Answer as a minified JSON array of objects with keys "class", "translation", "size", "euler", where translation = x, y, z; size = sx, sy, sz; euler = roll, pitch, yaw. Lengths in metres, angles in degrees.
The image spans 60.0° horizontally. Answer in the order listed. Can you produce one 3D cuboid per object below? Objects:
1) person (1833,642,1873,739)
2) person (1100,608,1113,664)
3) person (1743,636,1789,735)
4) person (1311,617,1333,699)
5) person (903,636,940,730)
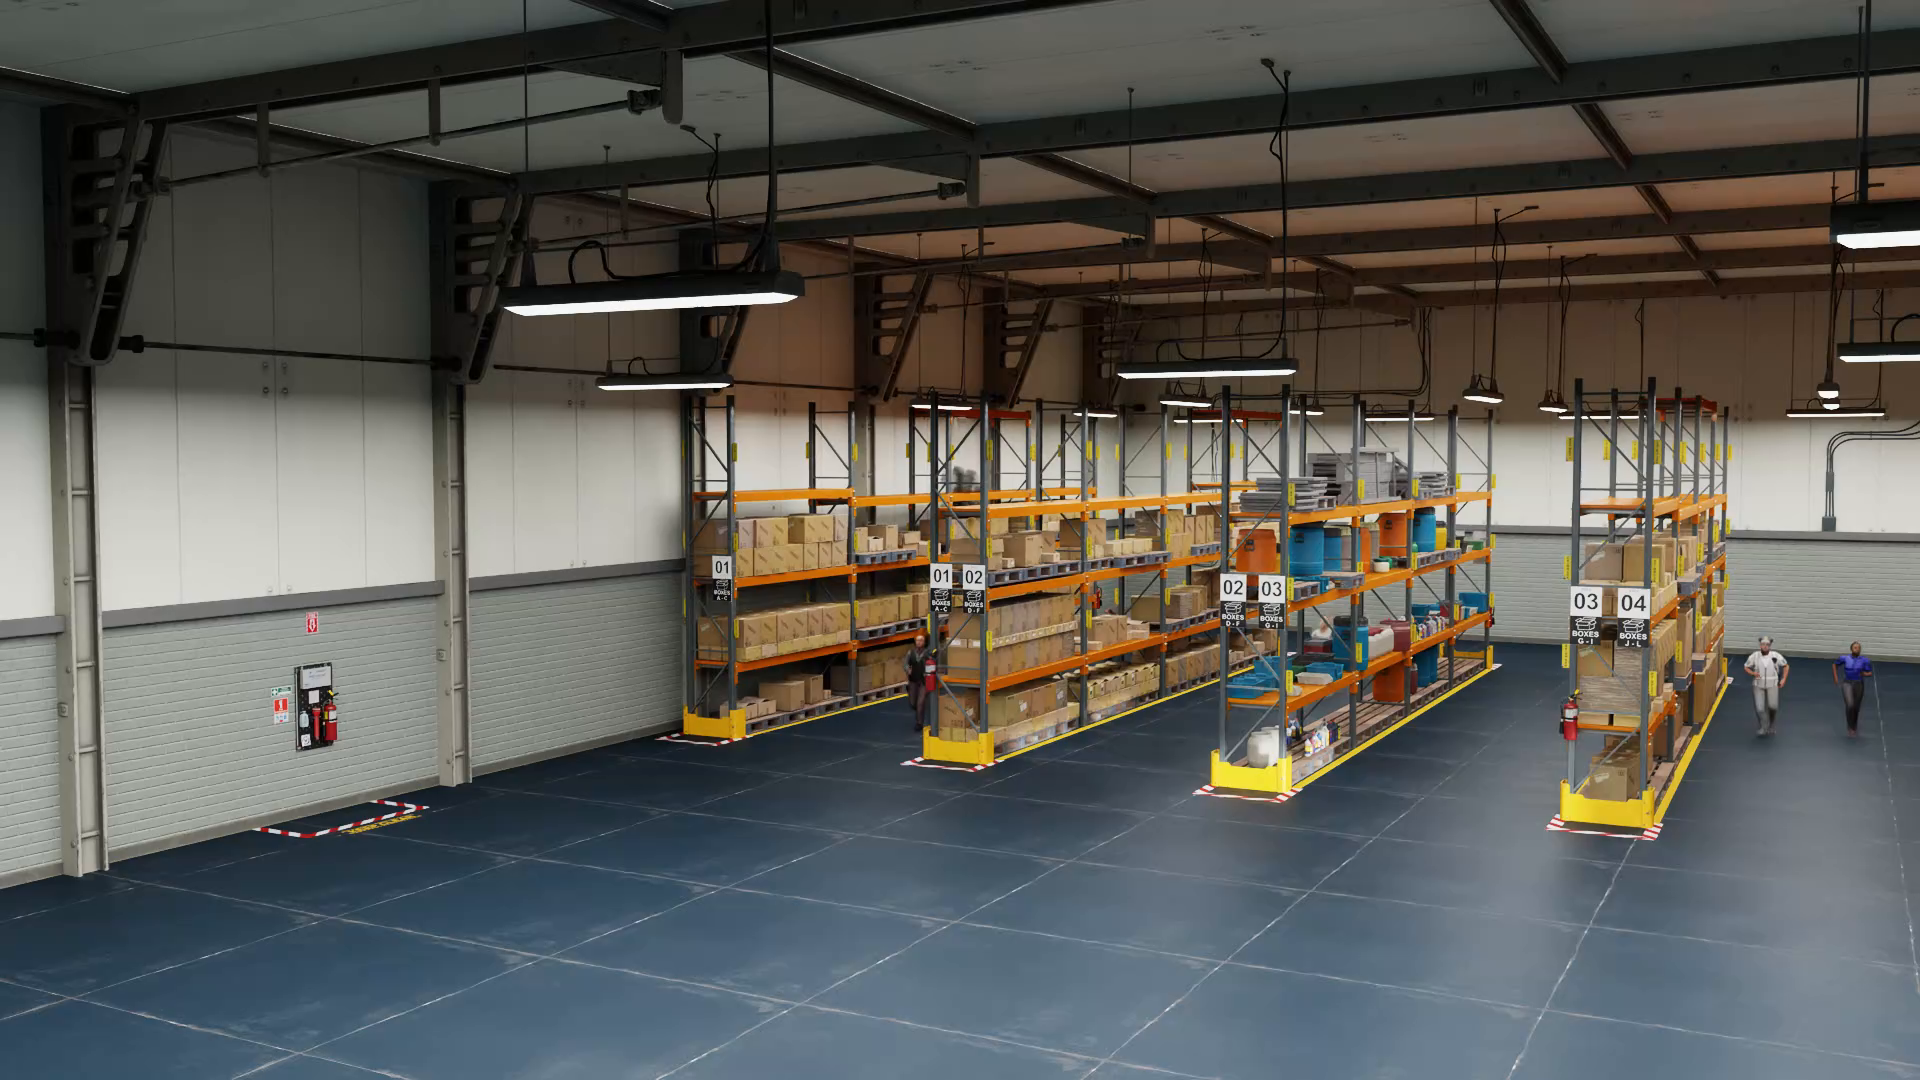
[{"class":"person","translation":[15.754,2.636,29.360],"size":[0.584,1.701,0.854],"euler":[1,3,17]},{"class":"person","translation":[3.226,2.285,36.610],"size":[0.513,1.560,0.552],"euler":[2,3,27]},{"class":"person","translation":[14.197,2.571,29.308],"size":[0.720,1.755,0.603],"euler":[2,3,27]},{"class":"person","translation":[7.442,2.396,34.007],"size":[0.590,1.657,0.702],"euler":[1,3,26]},{"class":"person","translation":[-0.713,2.570,30.123],"size":[0.664,1.687,0.720],"euler":[1,3,11]}]
